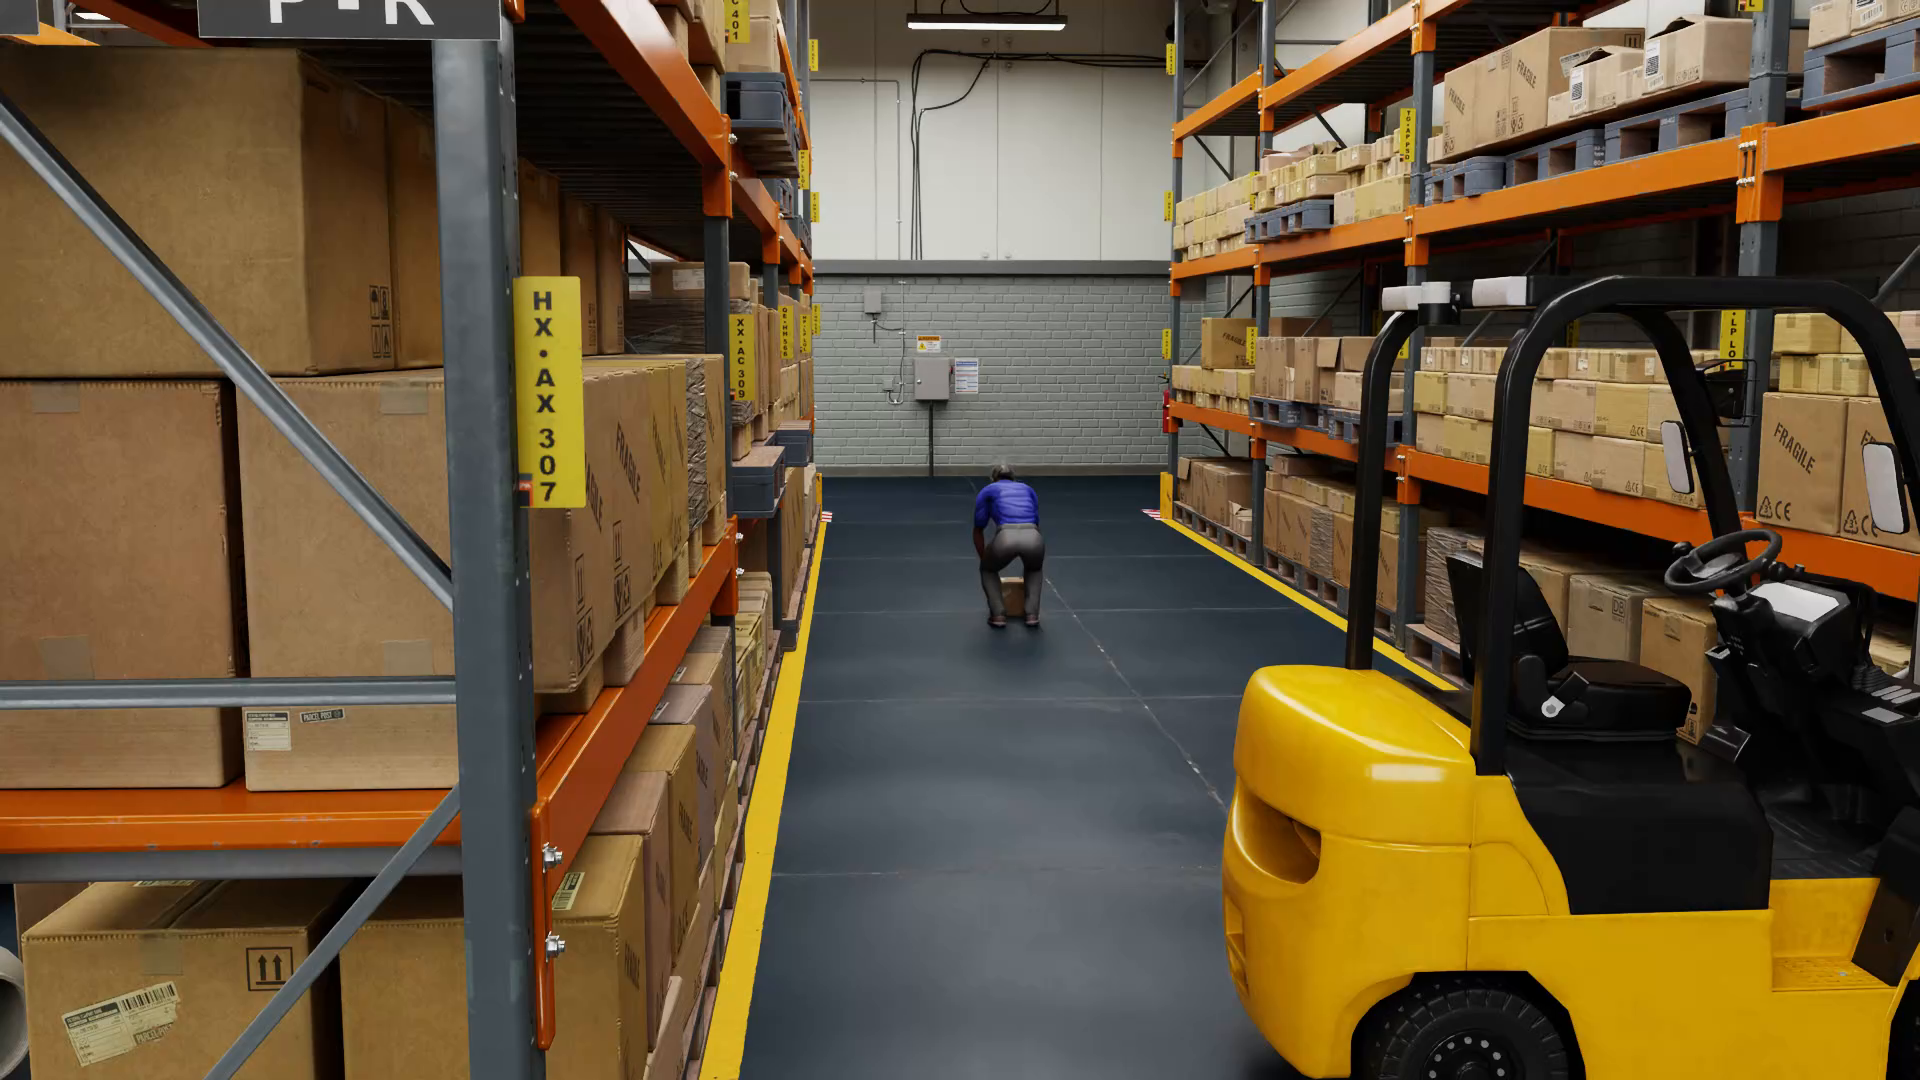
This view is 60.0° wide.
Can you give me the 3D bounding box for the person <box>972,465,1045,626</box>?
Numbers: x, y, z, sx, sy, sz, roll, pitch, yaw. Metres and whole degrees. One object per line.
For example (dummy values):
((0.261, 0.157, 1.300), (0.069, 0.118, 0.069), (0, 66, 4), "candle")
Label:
((0.345, 0.042, 11.729), (0.494, 1.106, 0.748), (0, 7, -4), "person")
